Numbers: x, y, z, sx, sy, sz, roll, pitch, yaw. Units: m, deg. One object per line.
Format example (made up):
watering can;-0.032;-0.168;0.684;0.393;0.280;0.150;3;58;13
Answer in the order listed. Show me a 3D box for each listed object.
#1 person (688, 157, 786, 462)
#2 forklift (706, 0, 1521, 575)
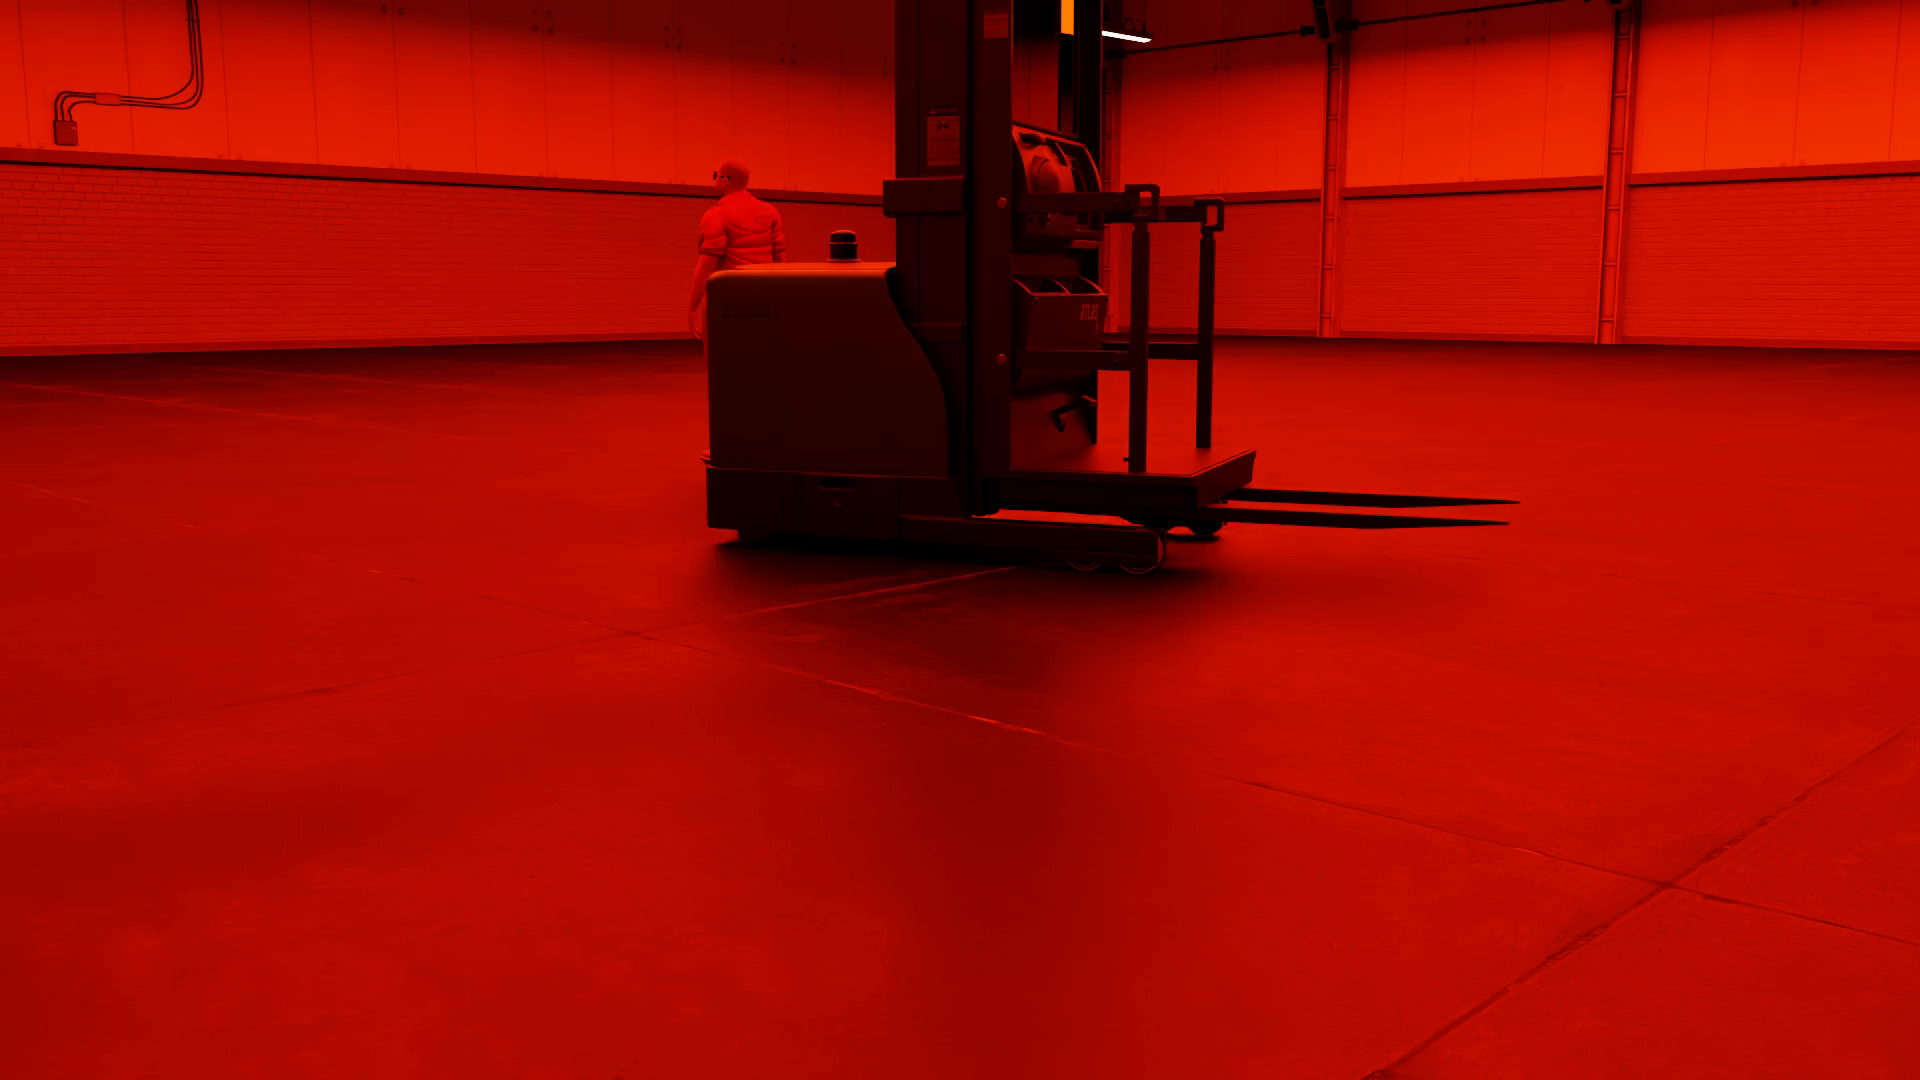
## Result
person;-1.342;-1.314;9.584;0.551;1.727;0.641;8;12;44
forklift;0.565;-1.416;6.275;3.031;2.935;1.130;3;9;22
